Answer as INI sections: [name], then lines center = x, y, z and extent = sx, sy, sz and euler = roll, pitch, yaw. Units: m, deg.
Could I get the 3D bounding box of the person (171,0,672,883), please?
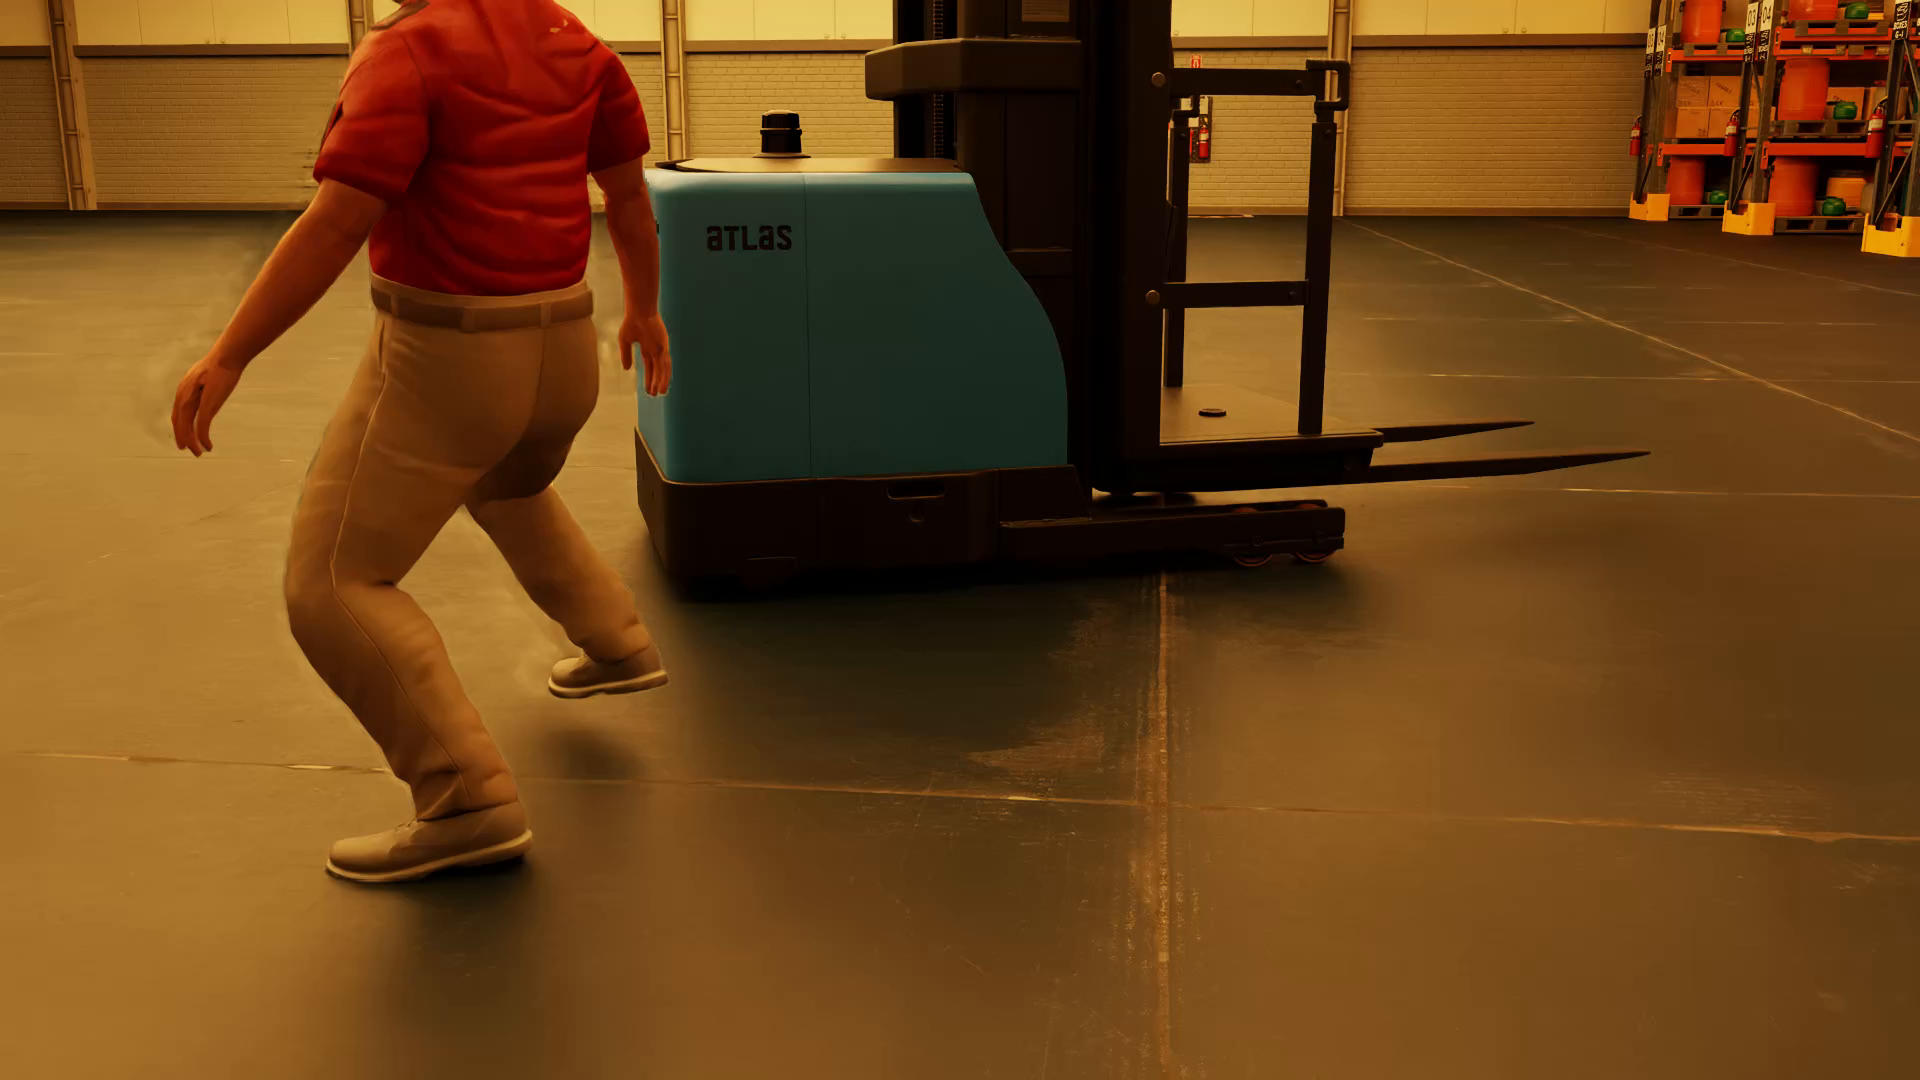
[person]
center = -0.846, -0.326, 2.844
extent = 0.583, 1.627, 0.947
euler = 8, 15, 29

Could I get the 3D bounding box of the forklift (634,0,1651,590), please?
[forklift]
center = 0.587, -1.464, 4.770
extent = 3.031, 2.935, 1.130
euler = -4, 14, -15
